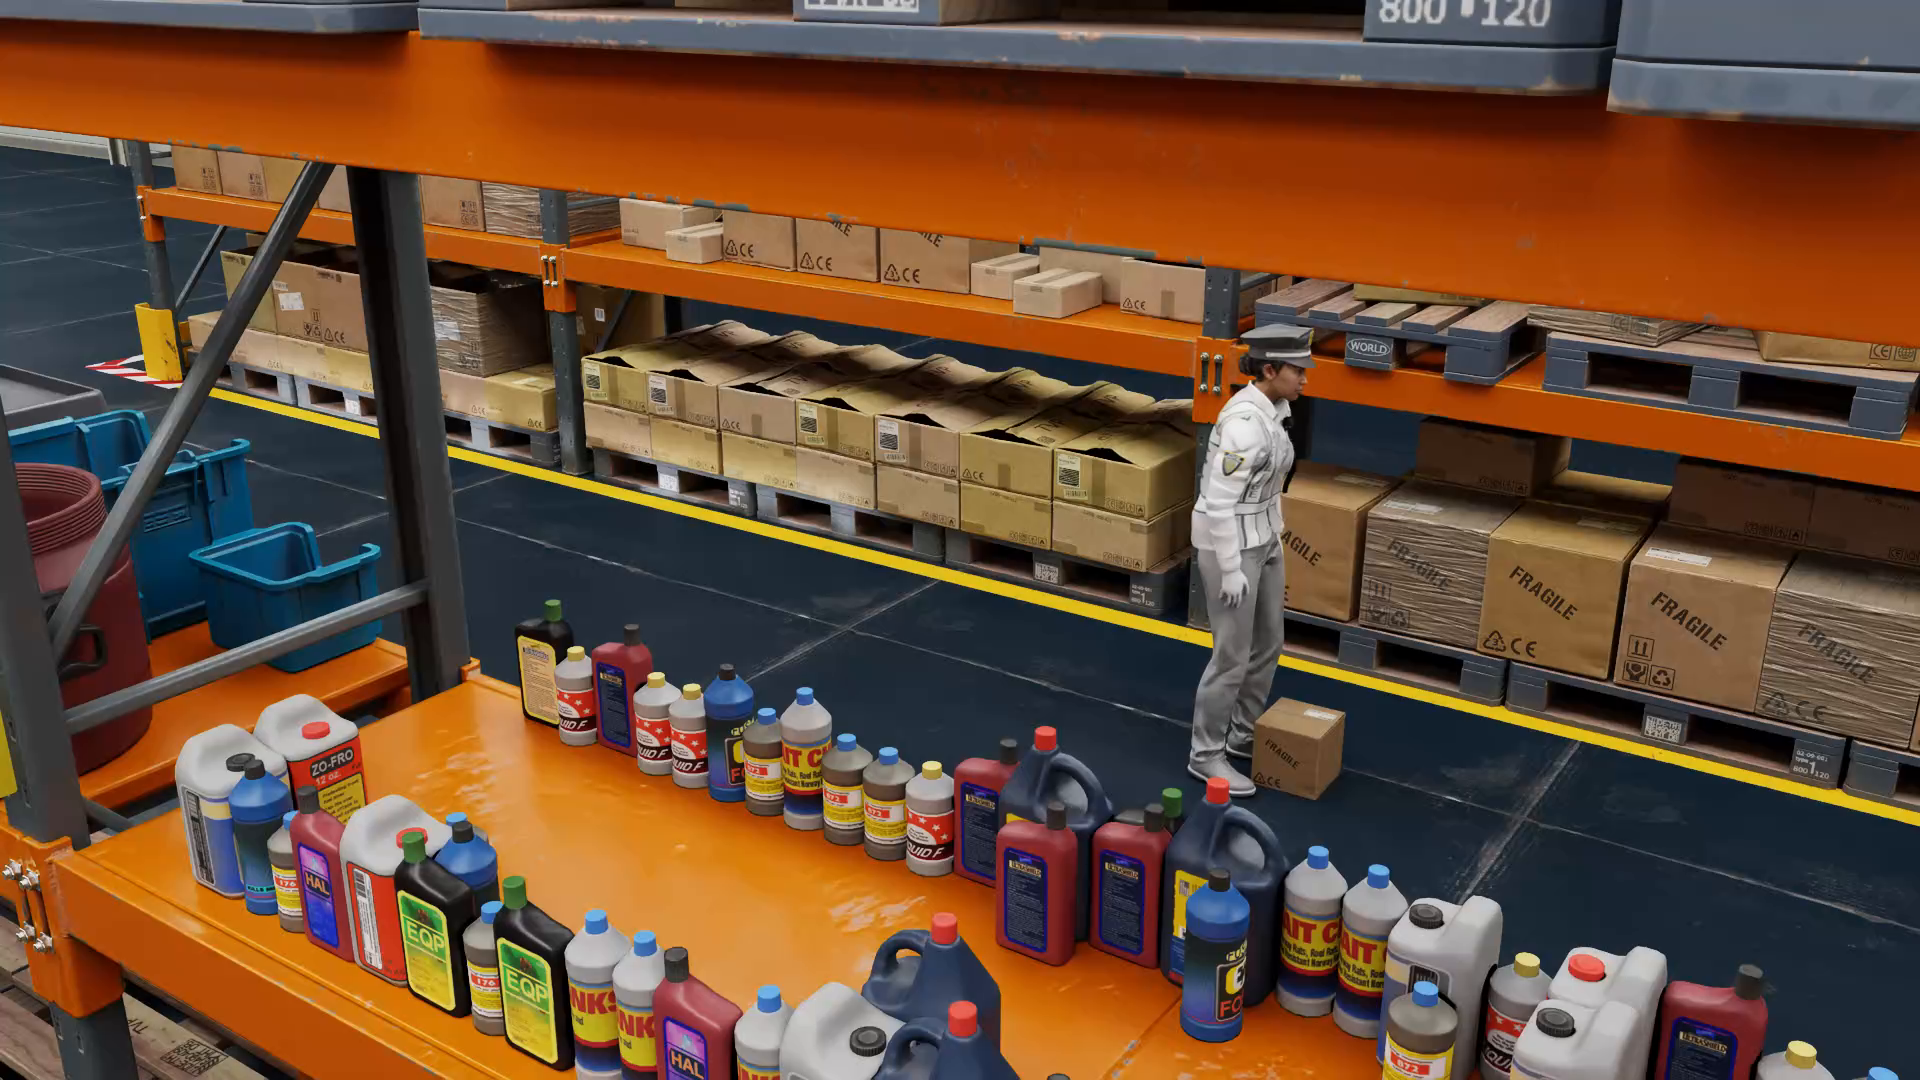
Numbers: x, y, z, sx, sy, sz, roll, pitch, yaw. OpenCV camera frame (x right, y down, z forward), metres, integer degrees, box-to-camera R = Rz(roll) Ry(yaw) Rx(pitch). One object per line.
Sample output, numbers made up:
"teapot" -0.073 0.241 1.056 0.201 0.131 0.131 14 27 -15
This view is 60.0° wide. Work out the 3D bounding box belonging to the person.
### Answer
"person" 1.048 0.049 5.928 0.407 1.666 0.544 12 23 30
